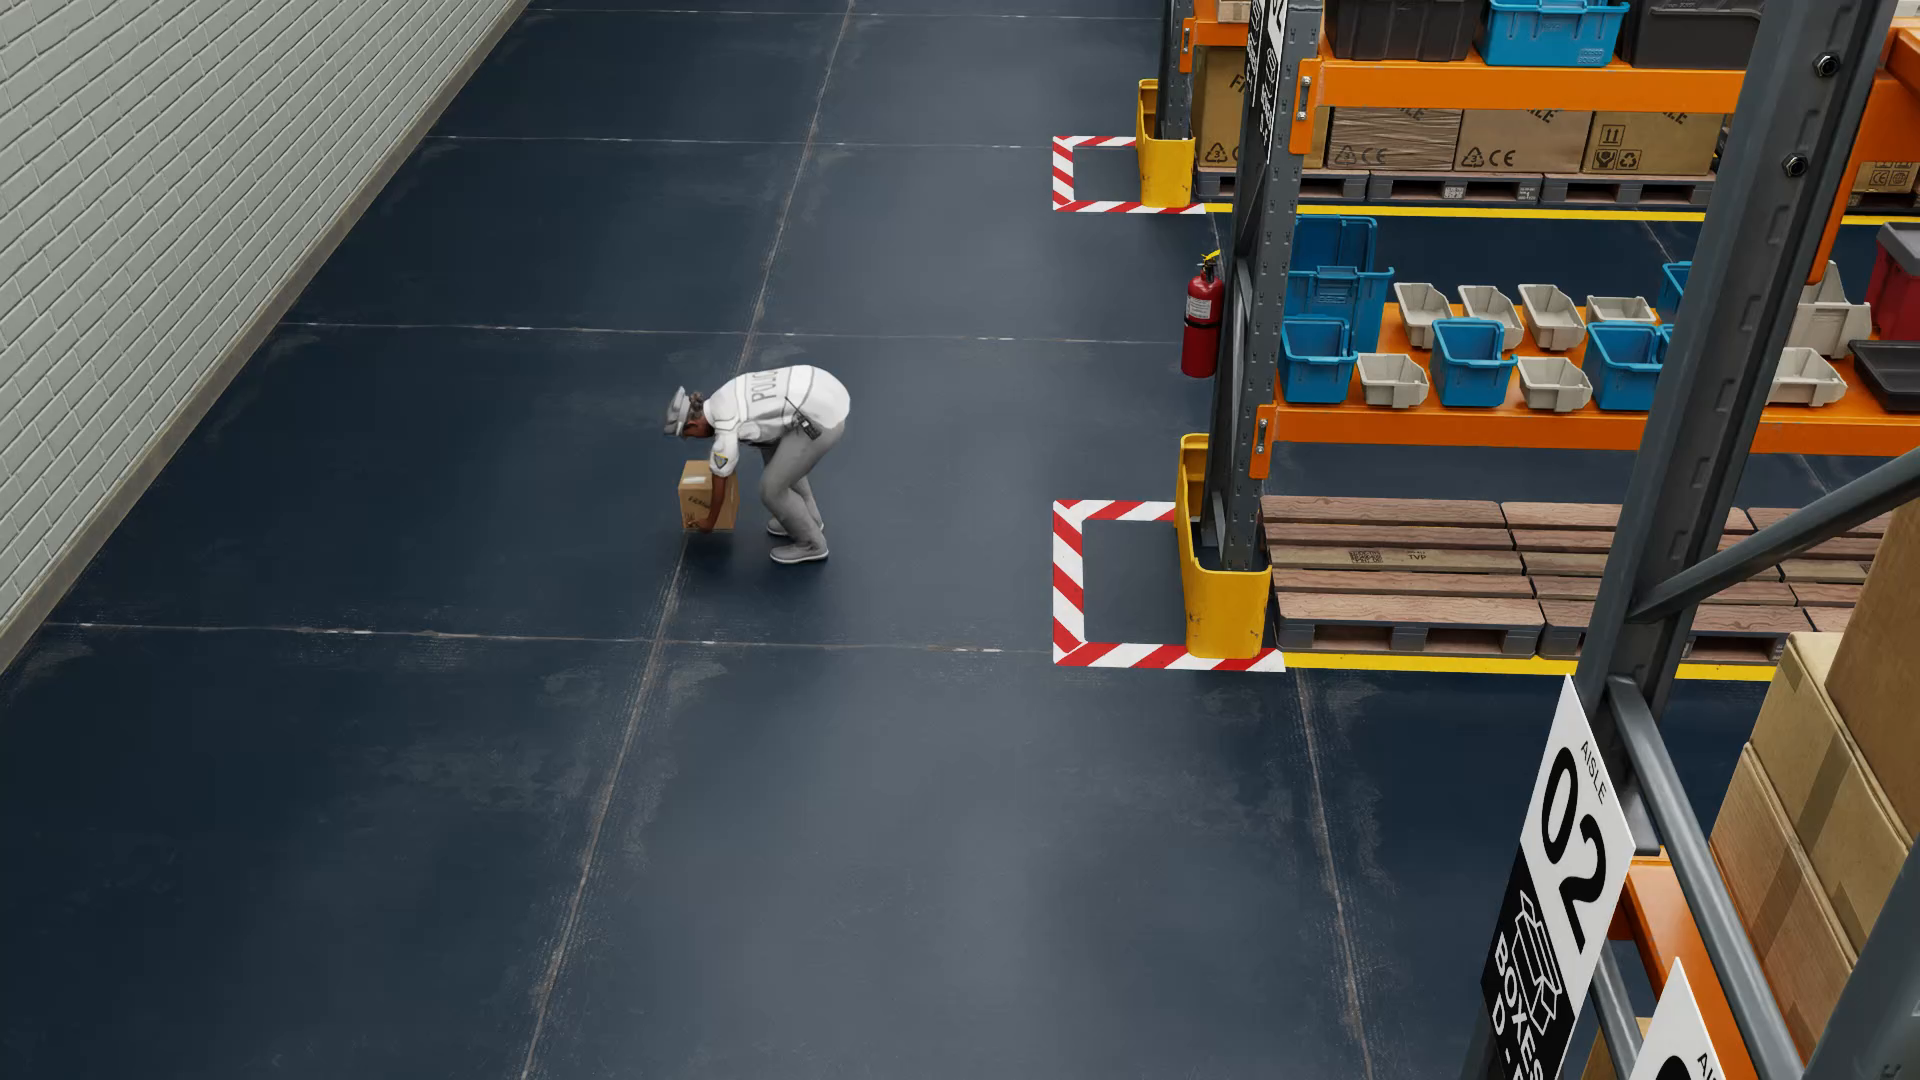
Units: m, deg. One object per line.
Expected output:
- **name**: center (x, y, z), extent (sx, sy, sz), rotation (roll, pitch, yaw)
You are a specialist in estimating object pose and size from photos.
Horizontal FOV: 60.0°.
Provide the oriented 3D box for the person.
- **person**: center (-0.996, -0.379, 8.218), extent (0.927, 0.987, 0.444), rotation (0, 36, 0)
